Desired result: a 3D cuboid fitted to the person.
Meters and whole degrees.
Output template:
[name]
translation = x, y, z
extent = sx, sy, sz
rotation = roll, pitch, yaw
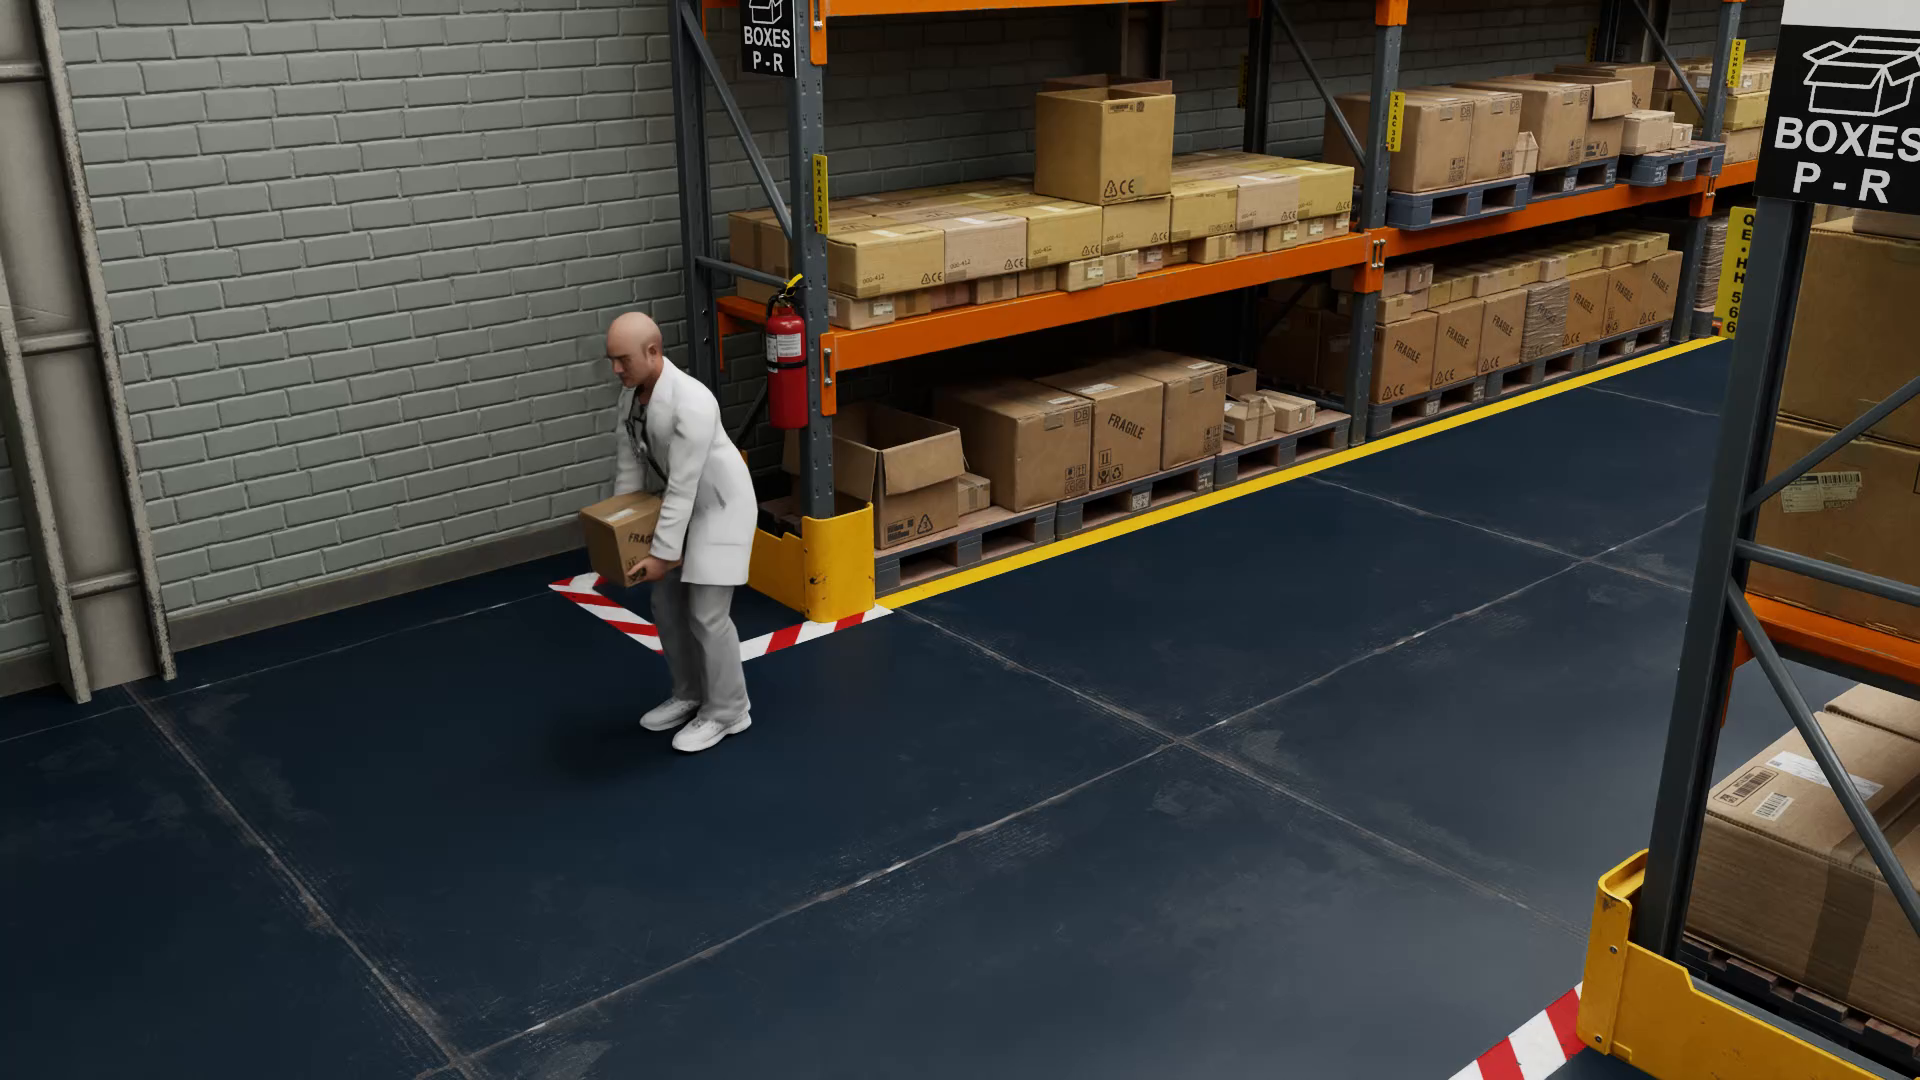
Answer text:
[person]
translation = -1.070, -0.041, 6.304
extent = 0.609, 1.718, 0.526
rotation = -17, 27, -39
